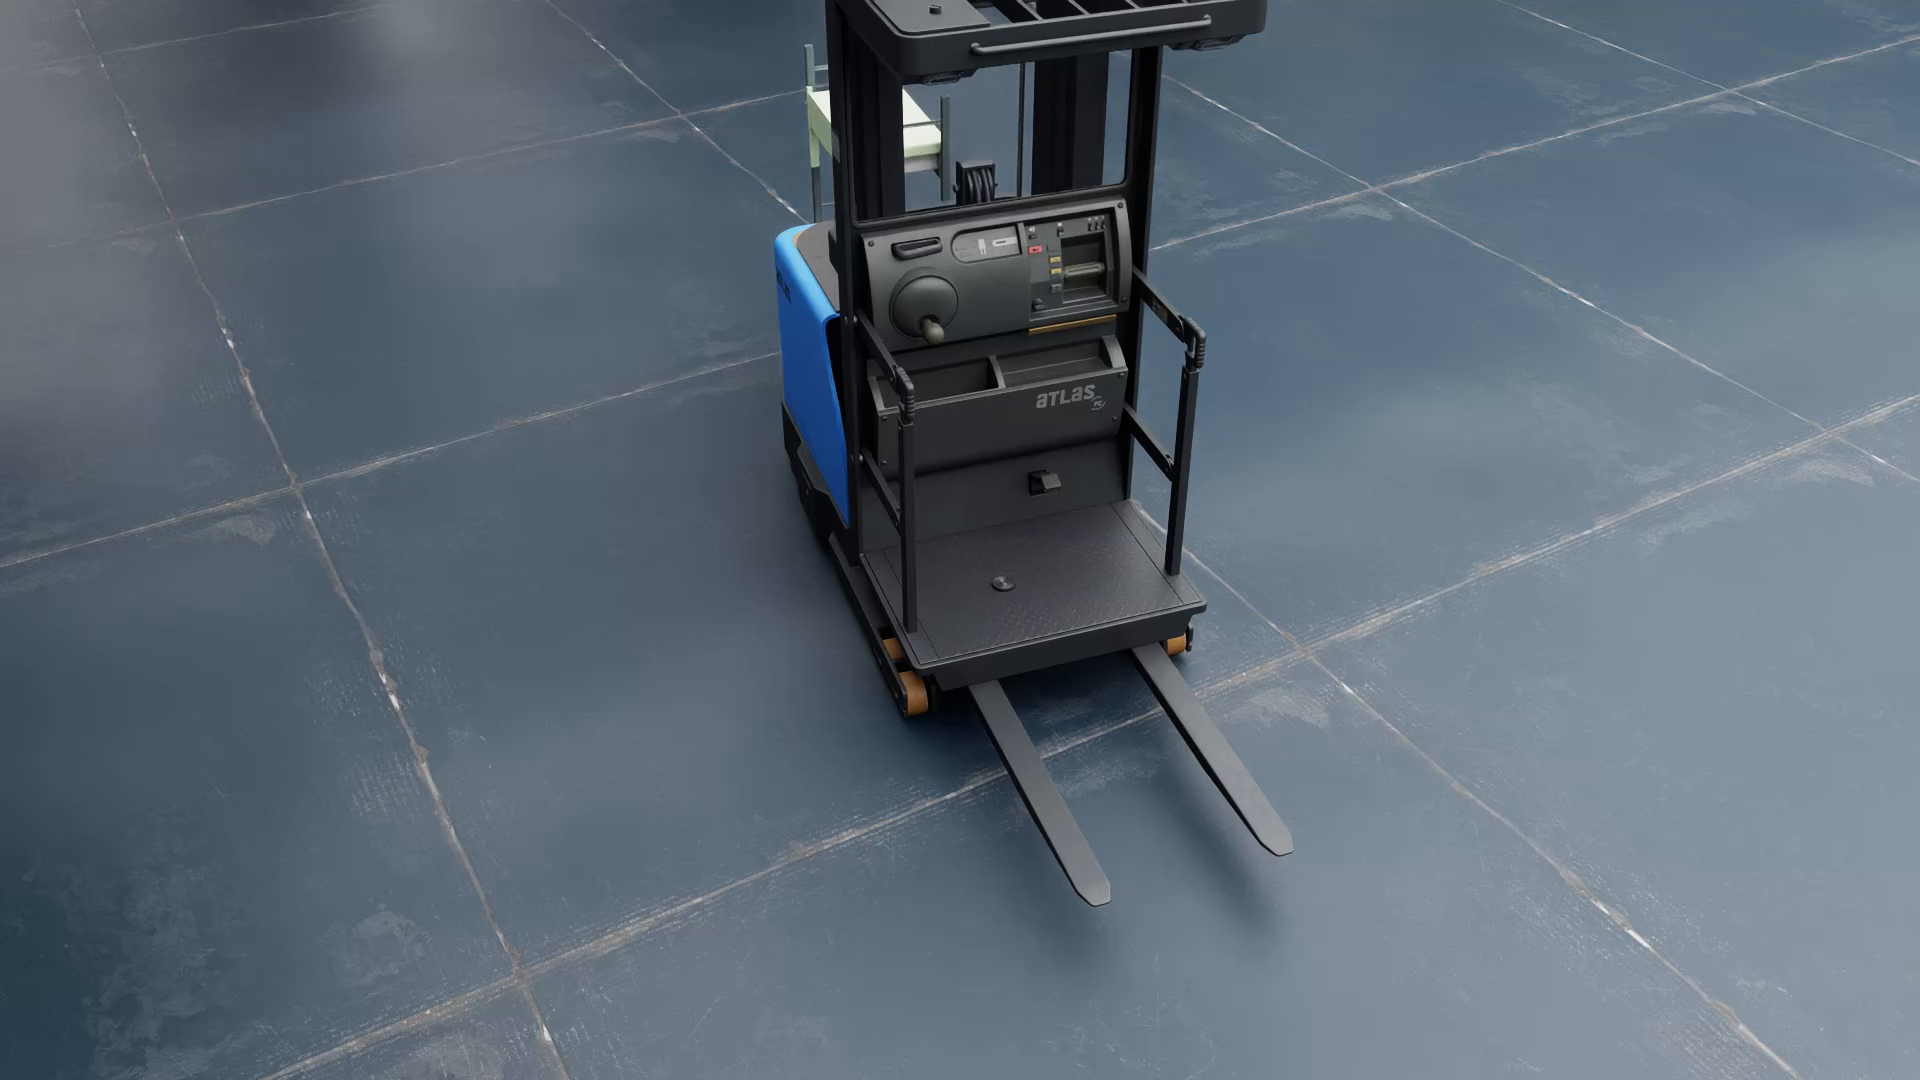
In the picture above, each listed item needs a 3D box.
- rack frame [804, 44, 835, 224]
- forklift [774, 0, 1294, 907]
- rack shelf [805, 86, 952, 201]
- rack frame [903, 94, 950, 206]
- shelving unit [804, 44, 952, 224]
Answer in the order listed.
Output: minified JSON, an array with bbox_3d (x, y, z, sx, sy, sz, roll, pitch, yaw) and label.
[{"bbox_3d":[-0.473,-1.541,7.588,0.400,1.500,0.023,-12,38,-15],"label":"rack frame"},{"bbox_3d":[0.207,-0.832,5.405,1.130,2.935,3.031,-12,38,-15],"label":"forklift"},{"bbox_3d":[-0.353,-1.652,7.079,0.431,0.370,0.720,-12,38,-15],"label":"rack shelf"},{"bbox_3d":[-0.233,-1.133,7.030,0.400,1.500,0.023,-12,38,-15],"label":"rack frame"},{"bbox_3d":[-0.353,-1.337,7.309,0.431,1.500,0.755,-12,38,-15],"label":"shelving unit"}]
